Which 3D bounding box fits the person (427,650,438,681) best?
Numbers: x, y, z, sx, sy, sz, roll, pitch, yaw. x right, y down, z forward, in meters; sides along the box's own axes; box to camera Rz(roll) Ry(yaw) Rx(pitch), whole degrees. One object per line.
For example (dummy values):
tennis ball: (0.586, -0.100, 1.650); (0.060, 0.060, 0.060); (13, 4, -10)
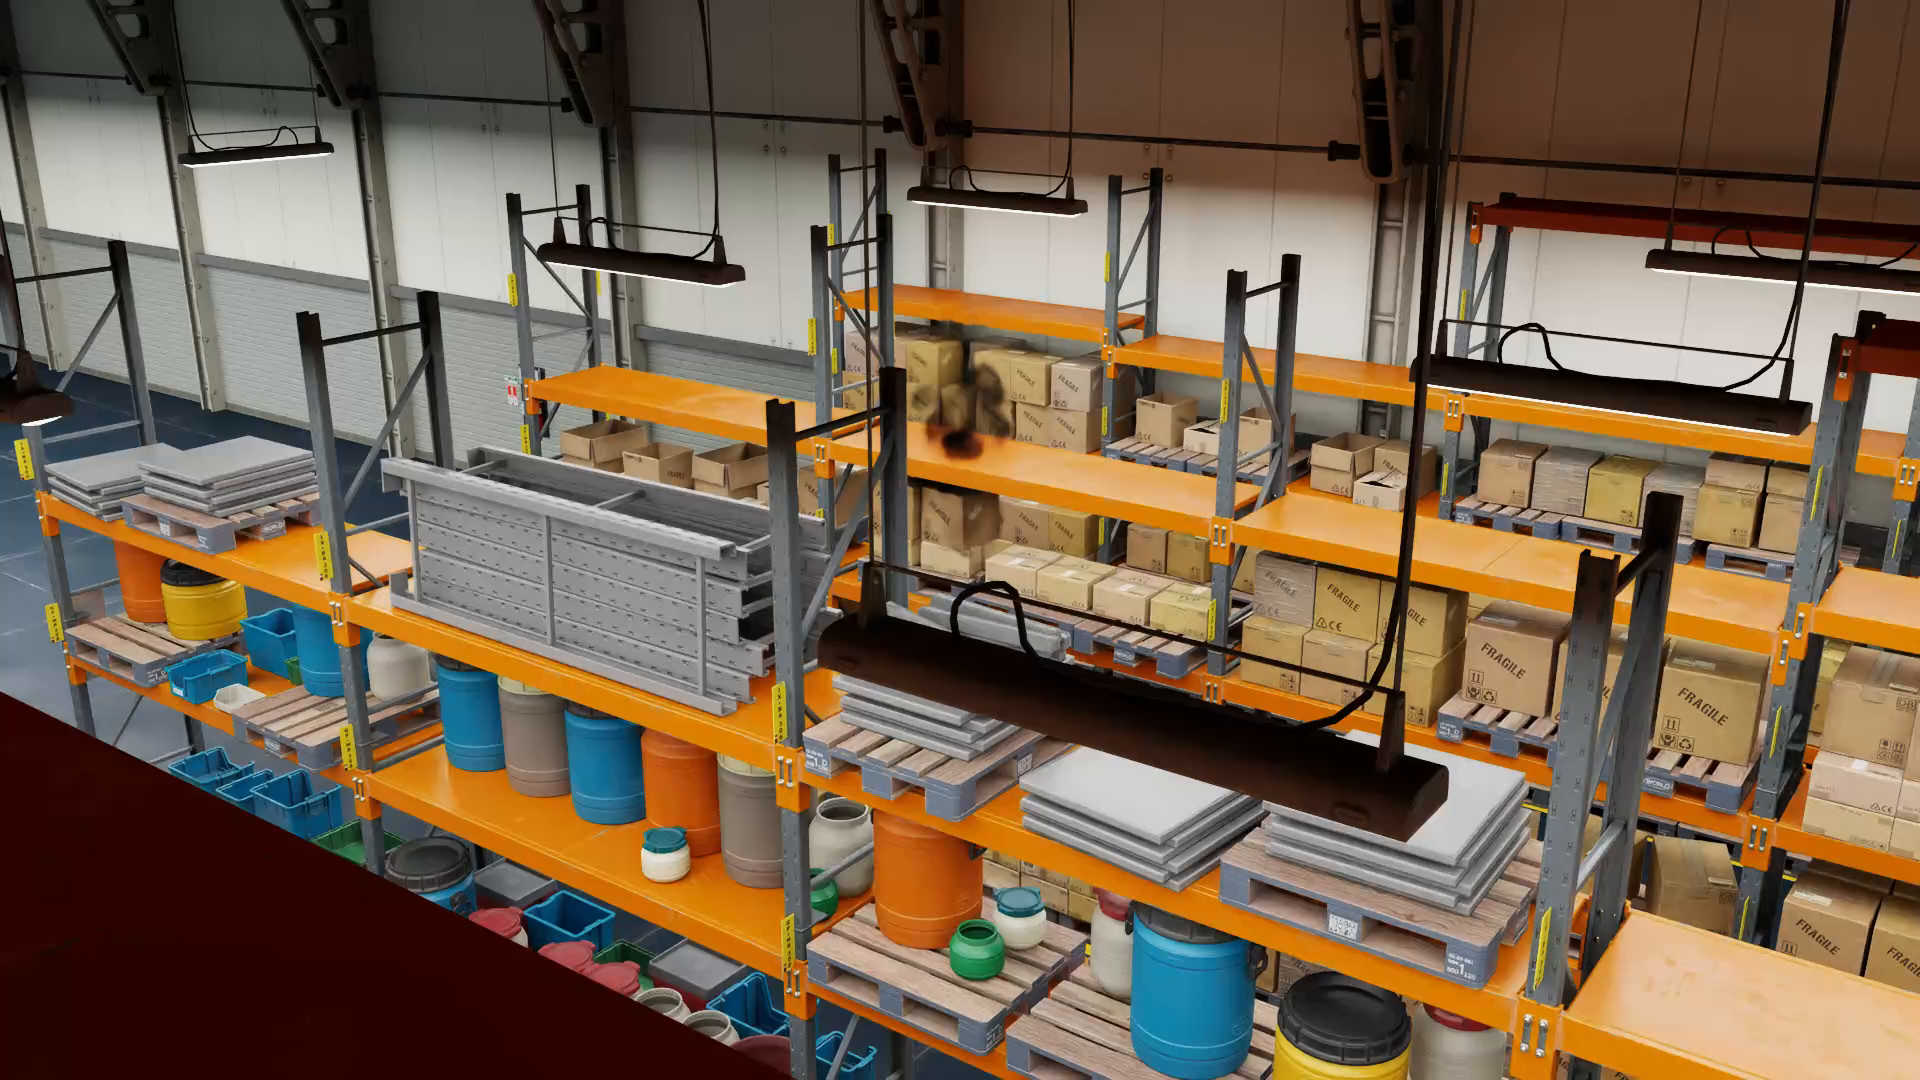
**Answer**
person: (-5.964, 1.103, 19.219); (0.637, 1.708, 0.600); (-8, 20, -22)
